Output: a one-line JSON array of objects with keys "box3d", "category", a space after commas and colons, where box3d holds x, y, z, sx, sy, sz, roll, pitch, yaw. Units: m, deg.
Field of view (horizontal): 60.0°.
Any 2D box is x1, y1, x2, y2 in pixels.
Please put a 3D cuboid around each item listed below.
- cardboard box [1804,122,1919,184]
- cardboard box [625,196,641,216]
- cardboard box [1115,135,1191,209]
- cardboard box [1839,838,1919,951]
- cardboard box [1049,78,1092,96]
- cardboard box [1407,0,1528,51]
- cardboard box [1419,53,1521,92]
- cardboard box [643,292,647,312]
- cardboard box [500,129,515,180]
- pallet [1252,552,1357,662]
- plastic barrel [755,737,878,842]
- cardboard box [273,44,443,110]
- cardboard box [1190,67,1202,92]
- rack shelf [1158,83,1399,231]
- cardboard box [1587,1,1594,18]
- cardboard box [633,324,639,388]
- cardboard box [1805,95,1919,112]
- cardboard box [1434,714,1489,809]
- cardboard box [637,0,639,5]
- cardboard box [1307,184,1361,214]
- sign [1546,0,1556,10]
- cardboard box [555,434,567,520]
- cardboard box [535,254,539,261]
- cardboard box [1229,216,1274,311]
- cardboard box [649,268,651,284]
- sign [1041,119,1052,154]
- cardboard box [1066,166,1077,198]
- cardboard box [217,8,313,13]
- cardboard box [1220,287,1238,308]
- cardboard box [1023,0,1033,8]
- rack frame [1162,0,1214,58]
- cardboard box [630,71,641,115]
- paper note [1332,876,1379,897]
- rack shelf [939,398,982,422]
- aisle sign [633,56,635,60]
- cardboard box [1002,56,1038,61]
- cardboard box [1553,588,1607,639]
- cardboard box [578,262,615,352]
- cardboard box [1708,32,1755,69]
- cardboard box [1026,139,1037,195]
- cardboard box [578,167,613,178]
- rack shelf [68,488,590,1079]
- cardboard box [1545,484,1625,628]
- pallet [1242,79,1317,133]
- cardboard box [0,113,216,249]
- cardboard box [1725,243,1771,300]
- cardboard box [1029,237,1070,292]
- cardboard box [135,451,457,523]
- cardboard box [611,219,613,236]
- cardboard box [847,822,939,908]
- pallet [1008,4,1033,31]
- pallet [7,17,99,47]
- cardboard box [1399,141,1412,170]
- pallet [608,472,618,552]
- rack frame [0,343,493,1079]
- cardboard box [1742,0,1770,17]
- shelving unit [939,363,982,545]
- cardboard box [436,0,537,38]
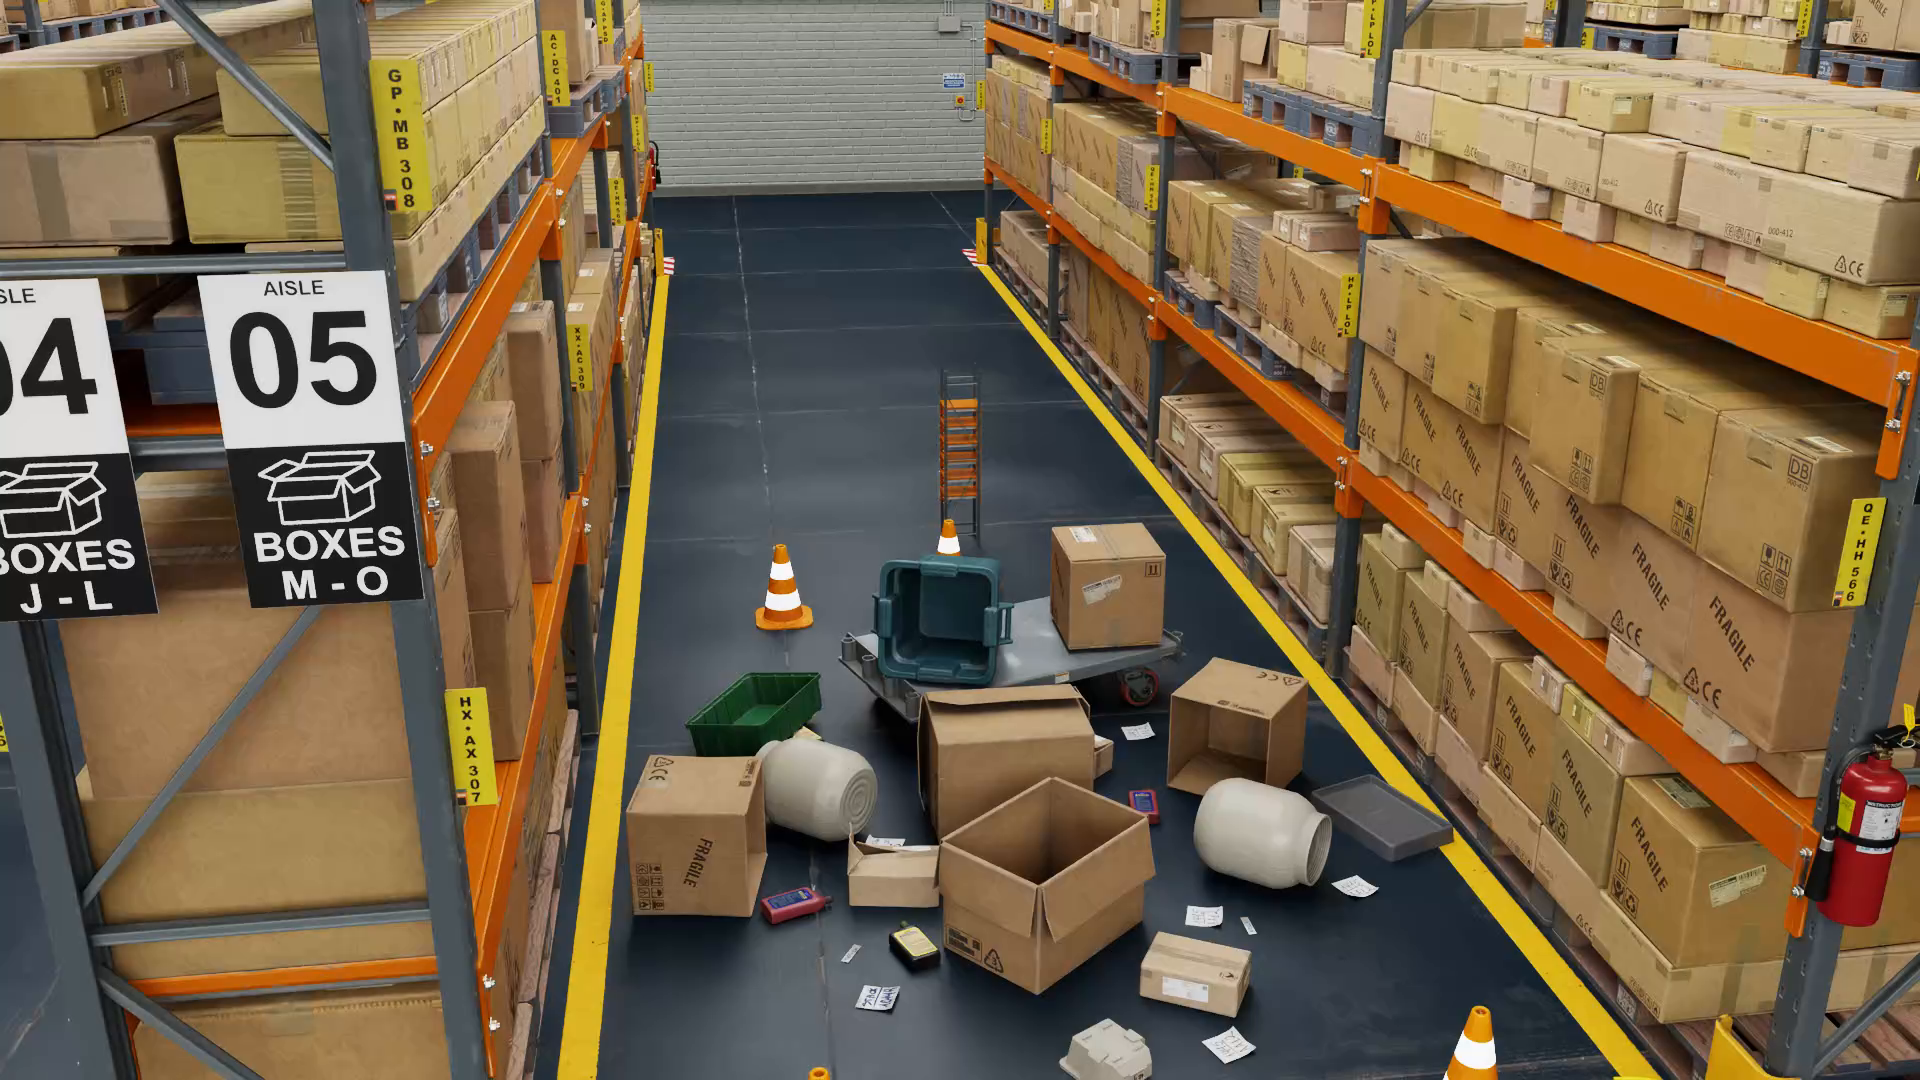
[{"box3d": [2.766, -1.149, 4.936, 0.380, 0.149, 0.250, -3, 21, -7], "category": "cardboard box"}, {"box3d": [-3.225, -3.161, 15.752, 0.380, 0.149, 0.250, -2, 21, -6], "category": "cardboard box"}, {"box3d": [1.537, -2.922, 13.181, 0.500, 0.500, 0.500, -3, 21, -7], "category": "cardboard box"}, {"box3d": [3.259, 1.145, 6.122, 0.500, 0.500, 0.500, -4, 21, -10], "category": "cardboard box"}, {"box3d": [1.086, -4.455, 16.359, 0.380, 0.149, 0.250, -2, 21, -6], "category": "cardboard box"}, {"box3d": [2.760, -2.839, 9.144, 0.500, 0.250, 0.500, -3, 21, -9], "category": "cardboard box"}, {"box3d": [2.318, -2.126, 7.553, 0.380, 0.149, 0.250, -2, 21, -6], "category": "cardboard box"}, {"box3d": [-3.243, -2.306, 16.153, 0.380, 0.149, 0.250, -2, 21, -5], "category": "cardboard box"}, {"box3d": [-1.800, -1.374, 5.938, 0.380, 0.149, 0.250, -3, 21, -8], "category": "cardboard box"}, {"box3d": [2.416, 0.358, 9.956, 1.003, 0.211, 1.213, -3, 21, -8], "category": "pallet"}, {"box3d": [-0.673, 1.128, 7.591, 0.512, 0.421, 0.421, 12, 24, 30], "category": "plastic barrel"}, {"box3d": [-1.583, -1.221, 4.387, 0.380, 0.149, 0.250, -3, 21, -9], "category": "cardboard box"}, {"box3d": [1.830, -3.234, 11.659, 0.380, 0.149, 0.250, -3, 21, -8], "category": "cardboard box"}, {"box3d": [2.241, -2.440, 10.202, 1.077, 0.370, 4.000, -3, 21, -8], "category": "rack shelf"}, {"box3d": [6.073, -4.934, 15.468, 0.380, 0.149, 0.250, -3, 21, -7], "category": "cardboard box"}, {"box3d": [-3.008, -1.591, 14.161, 0.500, 0.500, 0.500, -3, 21, -9], "category": "cardboard box"}, {"box3d": [3.137, -1.436, 5.706, 0.380, 0.149, 0.250, -3, 21, -8], "category": "cardboard box"}, {"box3d": [2.514, 0.998, 7.586, 0.500, 0.250, 0.500, -3, 21, -8], "category": "cardboard box"}, {"box3d": [-3.766, -5.972, 18.130, 0.500, 0.250, 0.500, -4, 21, -9], "category": "cardboard box"}, {"box3d": [2.468, -2.198, 10.720, 0.380, 0.149, 0.250, -4, 21, -10], "category": "cardboard box"}, {"box3d": [5.752, -5.318, 16.141, 0.100, 0.325, 0.005, -3, 21, -8], "category": "sign"}, {"box3d": [-2.289, -0.337, 7.618, 0.875, 0.550, 0.550, -3, 21, -8], "category": "cardboard box"}, {"box3d": [-2.508, -1.259, 8.728, 0.700, 0.500, 0.500, -3, 21, -9], "category": "cardboard box"}, {"box3d": [2.018, -1.742, 10.425, 0.500, 0.500, 0.500, -4, 21, -10], "category": "cardboard box"}, {"box3d": [-3.565, -2.889, 18.138, 0.380, 0.149, 0.250, -4, 21, -10], "category": "cardboard box"}, {"box3d": [0.827, -3.863, 15.921, 0.100, 0.325, 0.005, -3, 21, -8], "category": "sign"}, {"box3d": [1.263, -3.267, 15.176, 0.500, 0.250, 0.500, -3, 21, -7], "category": "cardboard box"}, {"box3d": [-2.527, -1.892, 6.184, 0.380, 0.149, 0.250, -3, 21, -9], "category": "cardboard box"}, {"box3d": [1.948, -1.649, 11.102, 0.380, 0.149, 0.250, -2, 21, -5], "category": "cardboard box"}, {"box3d": [0.942, -5.824, 17.349, 0.500, 0.500, 0.500, -3, 21, -7], "category": "cardboard box"}, {"box3d": [1.953, -4.874, 11.405, 1.000, 3.000, 0.127, -3, 21, -8], "category": "rack frame"}, {"box3d": [-3.536, -4.520, 17.033, 0.500, 0.500, 0.500, -4, 21, -10], "category": "cardboard box"}, {"box3d": [1.708, 1.493, 7.176, 0.142, 0.019, 0.148, -11, 23, -26], "category": "paper note"}, {"box3d": [0.002, -0.853, 10.882, 0.258, 0.103, 0.180, -3, 21, -8], "category": "rack shelf"}, {"box3d": [-3.798, -5.807, 18.762, 0.394, 0.787, 0.004, -3, 21, -8], "category": "aisle sign"}, {"box3d": [0.685, -5.429, 18.965, 0.380, 0.149, 0.250, -2, 21, -6], "category": "cardboard box"}, {"box3d": [2.587, 0.266, 6.577, 0.380, 0.149, 0.250, -3, 21, -8], "category": "cardboard box"}, {"box3d": [-2.530, -1.511, 10.831, 0.500, 0.500, 0.500, -3, 21, -8], "category": "cardboard box"}, {"box3d": [6.477, -3.990, 13.539, 0.500, 0.250, 0.500, -3, 21, -8], "category": "cardboard box"}, {"box3d": [0.977, -3.821, 17.017, 0.500, 0.500, 0.500, -3, 21, -9], "category": "cardboard box"}, {"box3d": [-3.112, -3.034, 13.961, 0.380, 0.149, 0.250, -4, 21, -10], "category": "cardboard box"}, {"box3d": [-2.066, 0.635, 6.257, 1.077, 0.370, 4.000, -3, 21, -8], "category": "rack shelf"}, {"box3d": [2.619, -0.001, 6.364, 0.500, 0.500, 0.500, -3, 21, -8], "category": "cardboard box"}, {"box3d": [2.393, -2.574, 9.803, 1.213, 0.211, 1.003, -3, 21, -8], "category": "pallet"}, {"box3d": [-2.125, -0.883, 4.051, 0.500, 0.250, 0.500, -3, 21, -7], "category": "cardboard box"}, {"box3d": [2.705, -0.869, 5.328, 0.380, 0.149, 0.250, -2, 21, -6], "category": "cardboard box"}, {"box3d": [1.262, -2.978, 17.964, 0.875, 0.438, 0.875, -4, 21, -9], "category": "cardboard box"}, {"box3d": [-1.964, 0.098, 4.908, 0.875, 0.550, 0.550, -3, 21, -8], "category": "cardboard box"}, {"box3d": [-2.989, -2.482, 13.334, 0.380, 0.149, 0.250, -3, 21, -7], "category": "cardboard box"}, {"box3d": [-0.284, 1.389, 7.118, 0.396, 0.266, 0.258, 1, 20, 2], "category": "cardboard box"}, {"box3d": [1.096, -5.518, 17.542, 1.003, 0.211, 1.213, -3, 21, -8], "category": "pallet"}, {"box3d": [-8.538, -4.596, 15.075, 1.003, 0.211, 1.213, -3, 21, -8], "category": "pallet"}, {"box3d": [2.330, -1.845, 7.941, 0.380, 0.149, 0.250, -3, 21, -9], "category": "cardboard box"}, {"box3d": [-2.892, -0.196, 11.440, 1.003, 0.211, 1.213, -3, 21, -8], "category": "pallet"}, {"box3d": [-1.778, 0.991, 4.277, 1.000, 3.000, 0.127, -3, 21, -8], "category": "rack frame"}, {"box3d": [6.500, -4.267, 13.285, 0.380, 0.149, 0.250, -4, 21, -10], "category": "cardboard box"}, {"box3d": [0.002, -0.557, 10.993, 0.258, 1.200, 0.189, -3, 21, -8], "category": "shelving unit"}, {"box3d": [-1.986, -2.188, 6.977, 0.380, 0.149, 0.250, -3, 21, -8], "category": "cardboard box"}]
